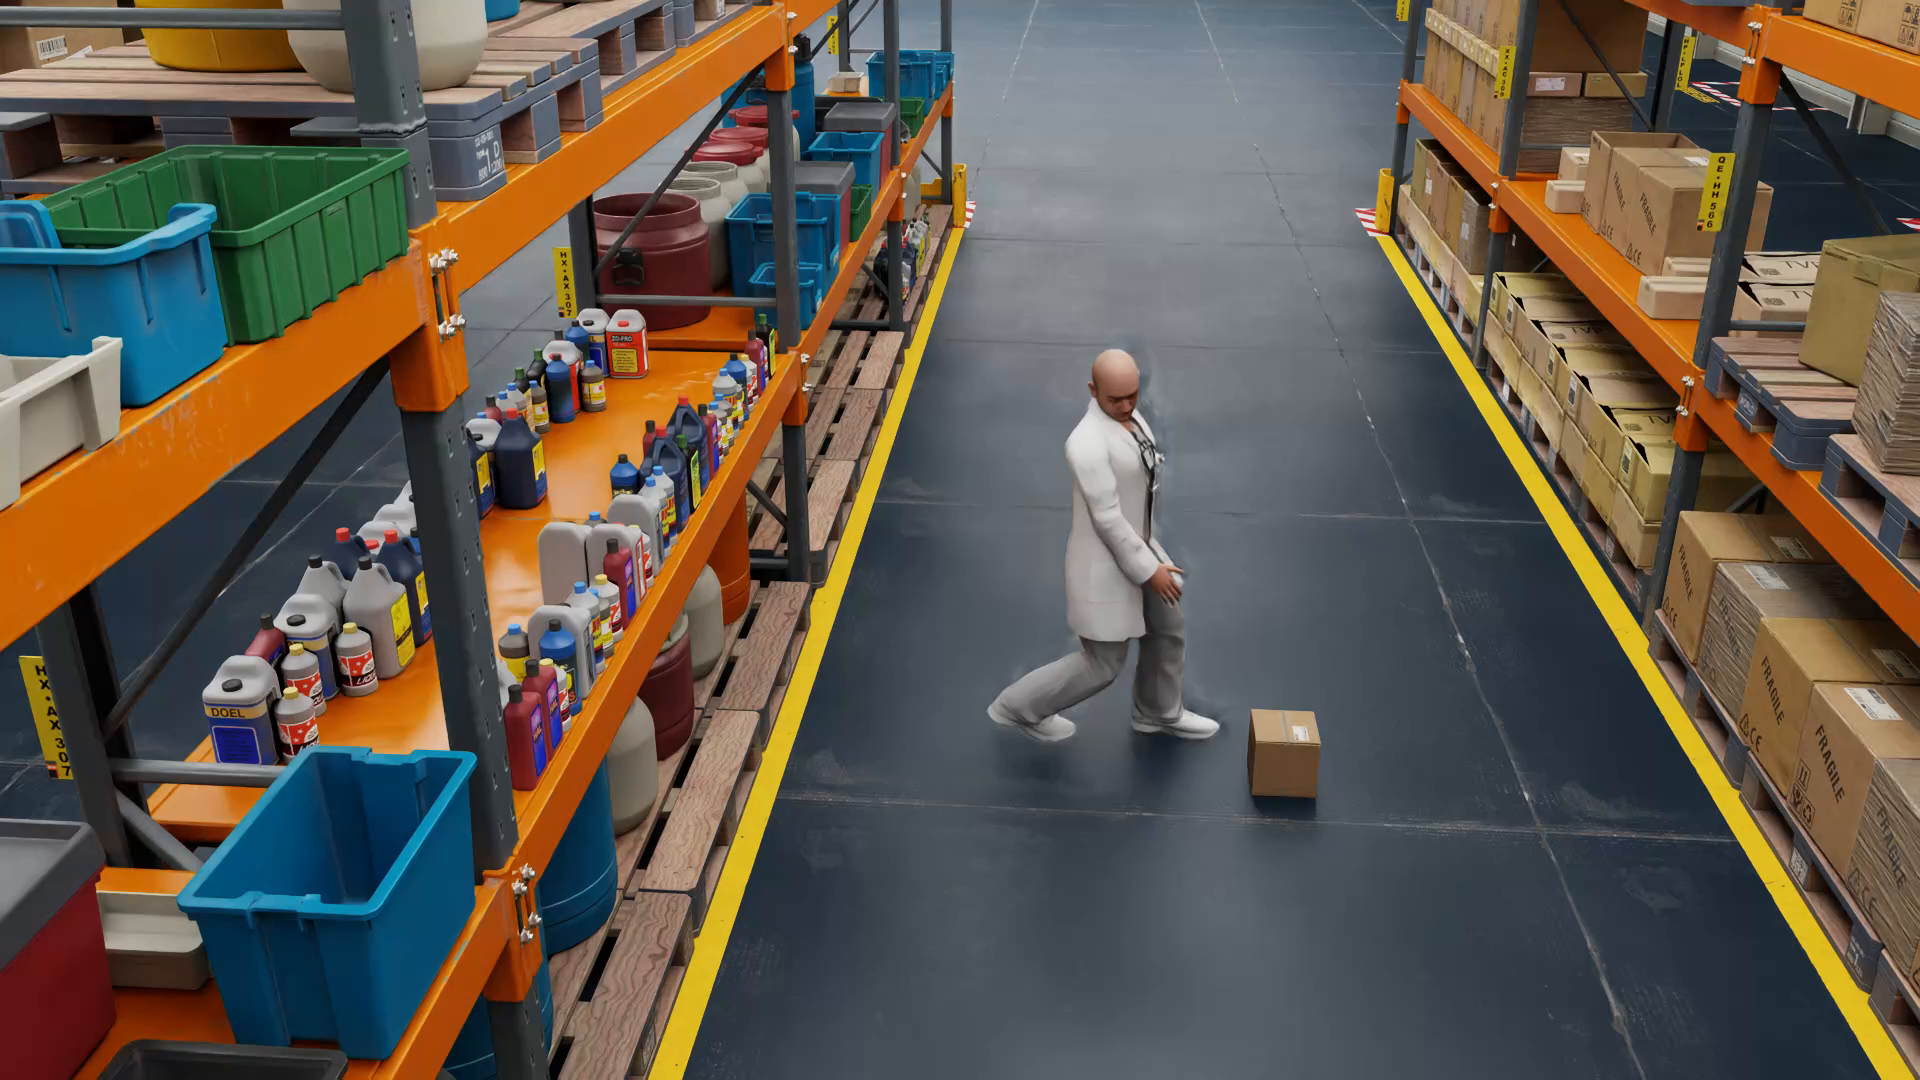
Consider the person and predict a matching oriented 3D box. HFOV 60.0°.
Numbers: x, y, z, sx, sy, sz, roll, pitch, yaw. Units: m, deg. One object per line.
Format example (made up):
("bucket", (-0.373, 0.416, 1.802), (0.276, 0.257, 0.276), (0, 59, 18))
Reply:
("person", (0.575, 0.066, 6.459), (0.863, 1.719, 0.593), (10, 26, 21))
